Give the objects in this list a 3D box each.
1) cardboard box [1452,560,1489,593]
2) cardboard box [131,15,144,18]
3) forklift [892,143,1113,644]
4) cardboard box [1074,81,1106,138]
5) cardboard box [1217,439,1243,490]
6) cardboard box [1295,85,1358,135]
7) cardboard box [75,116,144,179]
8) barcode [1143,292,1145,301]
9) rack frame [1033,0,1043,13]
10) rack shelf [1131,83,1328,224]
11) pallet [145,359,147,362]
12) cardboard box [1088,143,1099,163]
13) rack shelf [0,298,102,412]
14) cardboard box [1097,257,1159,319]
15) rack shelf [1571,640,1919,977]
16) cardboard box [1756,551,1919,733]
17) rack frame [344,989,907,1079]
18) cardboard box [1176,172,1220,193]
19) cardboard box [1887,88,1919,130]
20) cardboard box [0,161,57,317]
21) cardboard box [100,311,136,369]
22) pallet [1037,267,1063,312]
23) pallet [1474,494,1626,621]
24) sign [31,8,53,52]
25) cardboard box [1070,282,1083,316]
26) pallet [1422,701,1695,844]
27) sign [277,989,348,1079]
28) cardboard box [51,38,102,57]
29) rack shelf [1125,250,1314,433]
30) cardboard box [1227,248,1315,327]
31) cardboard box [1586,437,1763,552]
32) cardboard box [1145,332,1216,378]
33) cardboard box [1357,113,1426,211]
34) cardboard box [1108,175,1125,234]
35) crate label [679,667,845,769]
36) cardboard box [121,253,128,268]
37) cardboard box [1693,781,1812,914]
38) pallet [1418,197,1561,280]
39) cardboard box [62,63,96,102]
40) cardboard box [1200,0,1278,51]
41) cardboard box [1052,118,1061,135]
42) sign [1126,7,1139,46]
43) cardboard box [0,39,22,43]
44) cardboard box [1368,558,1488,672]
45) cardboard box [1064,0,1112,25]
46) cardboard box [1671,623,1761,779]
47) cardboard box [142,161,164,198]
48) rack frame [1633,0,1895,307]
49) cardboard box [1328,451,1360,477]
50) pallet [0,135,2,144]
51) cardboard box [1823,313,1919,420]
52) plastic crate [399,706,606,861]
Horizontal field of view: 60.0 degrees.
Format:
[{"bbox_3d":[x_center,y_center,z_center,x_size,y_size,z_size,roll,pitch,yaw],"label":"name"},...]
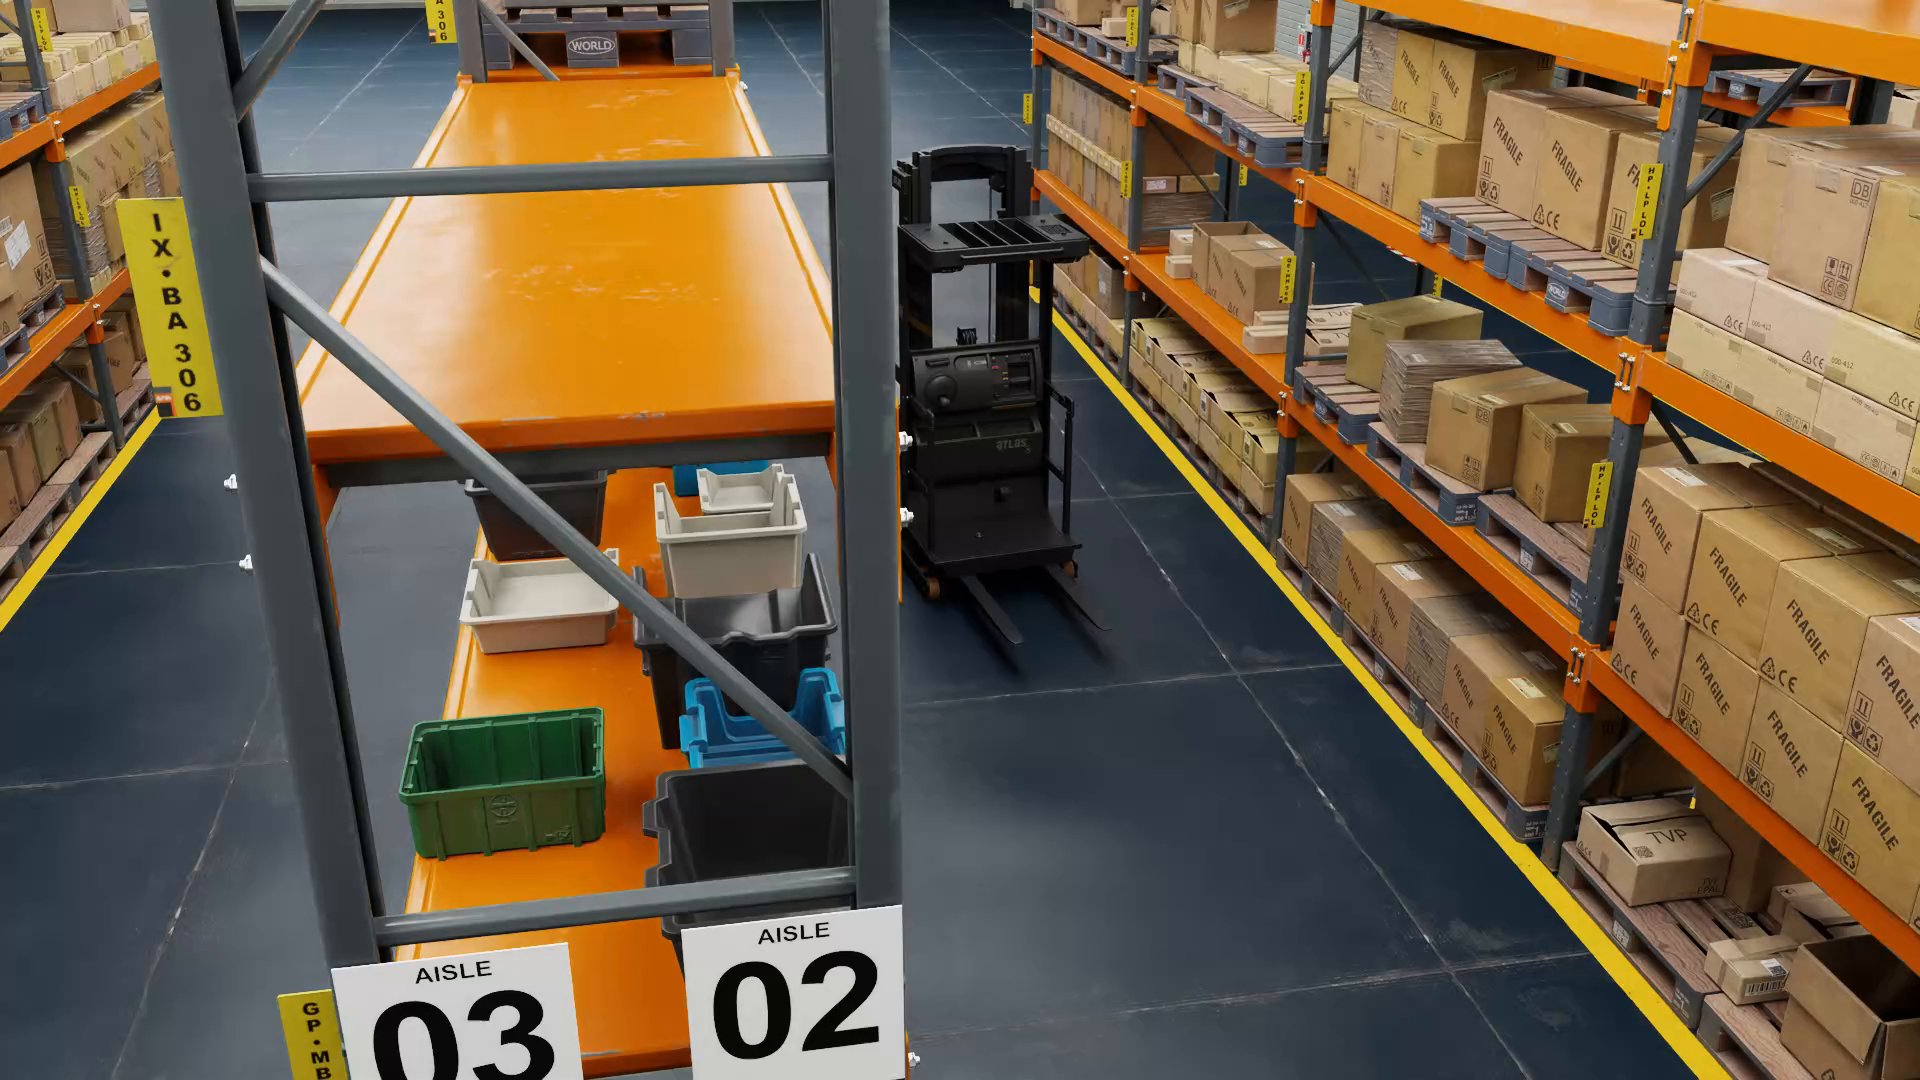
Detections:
[{"bbox_3d":[3.388,0.412,10.374,0.500,0.500,0.500,-5,24,-12],"label":"cardboard box"},{"bbox_3d":[-8.139,-4.998,16.130,0.380,0.149,0.250,-5,24,-11],"label":"cardboard box"},{"bbox_3d":[0.192,-1.105,11.361,1.130,2.935,3.031,-7,25,-16],"label":"forklift"},{"bbox_3d":[1.586,-4.468,17.230,0.700,0.500,0.500,-4,24,-10],"label":"cardboard box"},{"bbox_3d":[2.350,-0.615,13.064,0.500,0.250,0.500,-5,24,-10],"label":"cardboard box"},{"bbox_3d":[2.646,-2.964,11.446,0.500,0.250,0.500,-6,24,-14],"label":"cardboard box"},{"bbox_3d":[-7.813,-3.558,15.146,0.500,0.500,0.500,-4,24,-10],"label":"cardboard box"},{"bbox_3d":[1.684,-2.230,15.224,0.001,0.075,0.075,-4,24,-10],"label":"barcode"},{"bbox_3d":[1.306,-7.187,17.706,1.000,3.000,0.127,-4,24,-10],"label":"rack frame"},{"bbox_3d":[2.416,-3.123,13.047,1.077,0.370,4.000,-4,24,-10],"label":"rack shelf"},{"bbox_3d":[-8.300,-2.077,16.983,1.003,0.211,1.213,-4,24,-10],"label":"pallet"},{"bbox_3d":[1.500,-3.903,16.745,0.380,0.149,0.250,-4,24,-8],"label":"cardboard box"},{"bbox_3d":[-7.320,-1.017,11.972,1.077,0.370,4.000,-4,24,-10],"label":"rack shelf"},{"bbox_3d":[1.664,-2.505,16.453,0.500,0.500,0.500,-4,24,-10],"label":"cardboard box"},{"bbox_3d":[3.895,1.398,6.442,1.077,0.370,4.000,-4,24,-10],"label":"rack shelf"},{"bbox_3d":[3.526,0.389,6.480,0.500,0.500,0.500,-5,24,-11],"label":"cardboard box"},{"bbox_3d":[-0.604,2.220,3.661,1.000,3.000,0.127,-4,24,-10],"label":"rack frame"},{"bbox_3d":[2.187,-3.328,15.429,0.380,0.149,0.250,-4,24,-10],"label":"cardboard box"},{"bbox_3d":[7.255,-3.266,12.561,0.500,0.311,0.500,-4,24,-10],"label":"cardboard box"},{"bbox_3d":[-7.681,-2.278,12.685,1.000,1.000,1.000,-4,24,-9],"label":"cardboard box"},{"bbox_3d":[-8.030,-1.803,15.472,0.500,0.500,0.500,-6,24,-14],"label":"cardboard box"},{"bbox_3d":[1.489,-2.863,18.783,1.003,0.211,1.213,-4,24,-10],"label":"pallet"},{"bbox_3d":[3.485,0.047,8.876,1.003,0.211,1.213,-4,24,-10],"label":"pallet"},{"bbox_3d":[-7.146,-3.968,12.943,0.100,0.325,0.005,-4,24,-10],"label":"sign"},{"bbox_3d":[1.463,-2.553,17.501,0.500,0.250,0.500,-4,24,-10],"label":"cardboard box"},{"bbox_3d":[3.338,1.243,9.384,1.003,0.211,1.213,-4,24,-10],"label":"pallet"},{"bbox_3d":[-1.141,0.941,2.974,0.100,0.325,0.005,-4,24,-10],"label":"sign"},{"bbox_3d":[-7.726,-4.283,14.492,0.380,0.149,0.250,-5,24,-11],"label":"cardboard box"},{"bbox_3d":[2.416,-1.748,13.647,1.077,0.370,4.000,-4,24,-10],"label":"rack shelf"},{"bbox_3d":[2.459,-1.996,13.190,0.500,0.500,0.500,-6,24,-13],"label":"cardboard box"},{"bbox_3d":[3.657,-0.159,8.460,0.700,0.500,0.500,-13,27,-27],"label":"cardboard box"},{"bbox_3d":[1.965,-1.676,14.792,0.500,0.311,0.500,-5,24,-10],"label":"cardboard box"},{"bbox_3d":[2.994,-2.342,10.235,0.910,0.500,0.500,-4,24,-10],"label":"cardboard box"},{"bbox_3d":[1.854,-3.292,16.157,0.700,0.500,0.500,-5,24,-10],"label":"cardboard box"},{"bbox_3d":[-0.457,0.527,3.976,0.408,0.251,0.502,-4,24,-10],"label":"crate label"},{"bbox_3d":[-7.603,-2.519,14.827,0.380,0.149,0.250,-4,24,-10],"label":"cardboard box"},{"bbox_3d":[3.909,1.429,8.047,0.500,0.500,0.500,-4,24,-10],"label":"cardboard box"},{"bbox_3d":[3.279,-1.676,9.069,1.213,0.211,1.003,-4,24,-10],"label":"pallet"},{"bbox_3d":[-7.625,-3.843,13.983,0.500,0.250,0.500,-5,24,-10],"label":"cardboard box"},{"bbox_3d":[2.249,-4.239,13.429,0.500,0.500,0.500,-2,24,-5],"label":"cardboard box"},{"bbox_3d":[1.219,-4.507,18.130,0.380,0.149,0.250,-5,24,-11],"label":"cardboard box"},{"bbox_3d":[1.501,-4.471,14.489,0.100,0.325,0.005,-4,24,-10],"label":"sign"},{"bbox_3d":[-8.283,-4.246,14.409,0.380,0.149,0.250,-3,24,-7],"label":"cardboard box"},{"bbox_3d":[2.881,0.461,10.263,0.500,0.500,0.500,-5,24,-12],"label":"cardboard box"},{"bbox_3d":[1.345,-5.442,16.632,0.500,0.500,0.500,-4,24,-10],"label":"cardboard box"},{"bbox_3d":[3.449,0.658,7.114,0.500,0.500,0.500,-4,24,-9],"label":"cardboard box"},{"bbox_3d":[-8.095,-3.283,15.764,0.875,0.500,0.500,-4,24,-10],"label":"cardboard box"},{"bbox_3d":[3.525,-2.467,6.899,1.000,3.000,0.127,-4,24,-10],"label":"rack frame"},{"bbox_3d":[2.977,-0.709,12.577,0.500,0.311,0.500,-4,24,-8],"label":"cardboard box"},{"bbox_3d":[-7.486,-2.763,11.559,1.213,0.211,1.003,-4,24,-10],"label":"pallet"},{"bbox_3d":[3.546,-0.649,6.047,0.500,0.250,0.500,-4,24,-10],"label":"cardboard box"},{"bbox_3d":[-1.067,0.576,3.943,0.450,0.188,0.336,-4,24,-10],"label":"plastic crate"}]
